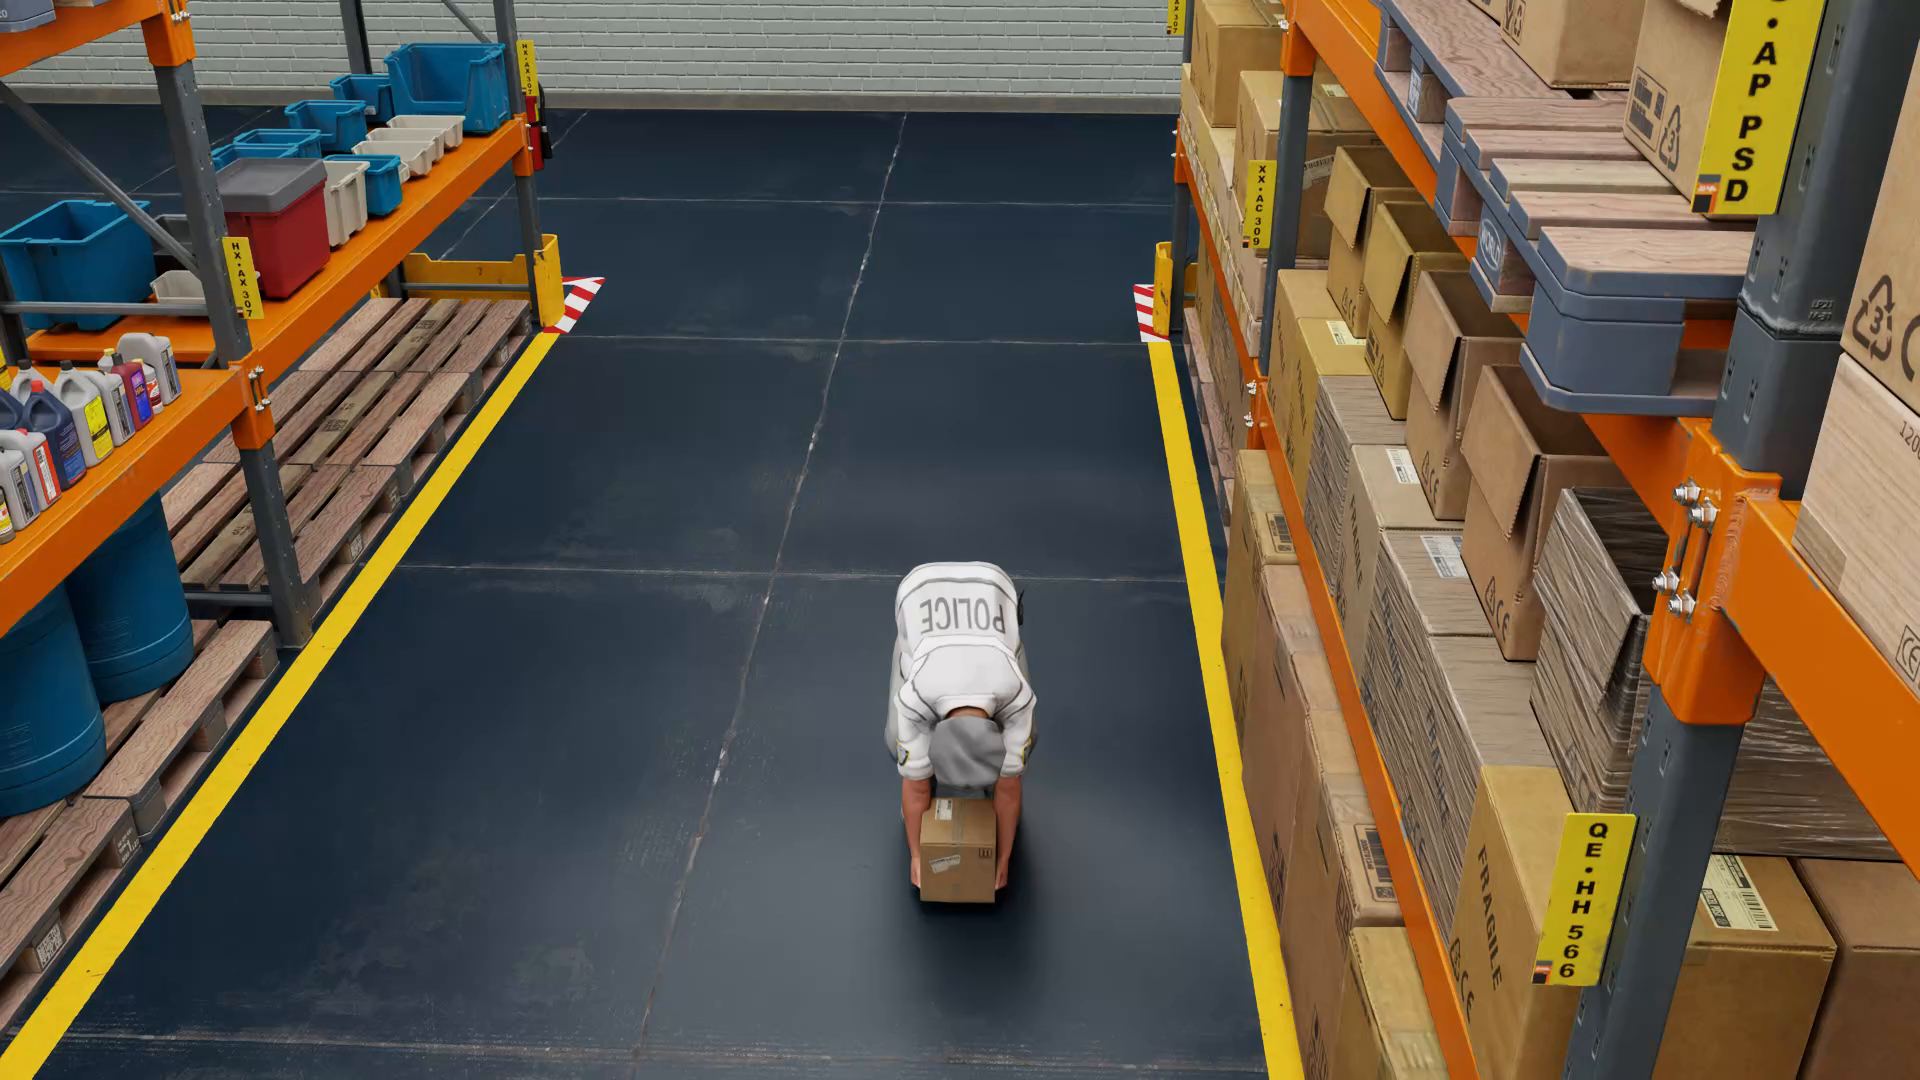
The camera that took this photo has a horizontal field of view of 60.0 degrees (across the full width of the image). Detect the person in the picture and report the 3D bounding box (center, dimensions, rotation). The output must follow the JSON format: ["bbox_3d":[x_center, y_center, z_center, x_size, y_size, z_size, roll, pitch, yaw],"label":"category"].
[{"bbox_3d":[0.005,0.644,5.718,0.537,0.979,1.024,-1,28,-1],"label":"person"}]
